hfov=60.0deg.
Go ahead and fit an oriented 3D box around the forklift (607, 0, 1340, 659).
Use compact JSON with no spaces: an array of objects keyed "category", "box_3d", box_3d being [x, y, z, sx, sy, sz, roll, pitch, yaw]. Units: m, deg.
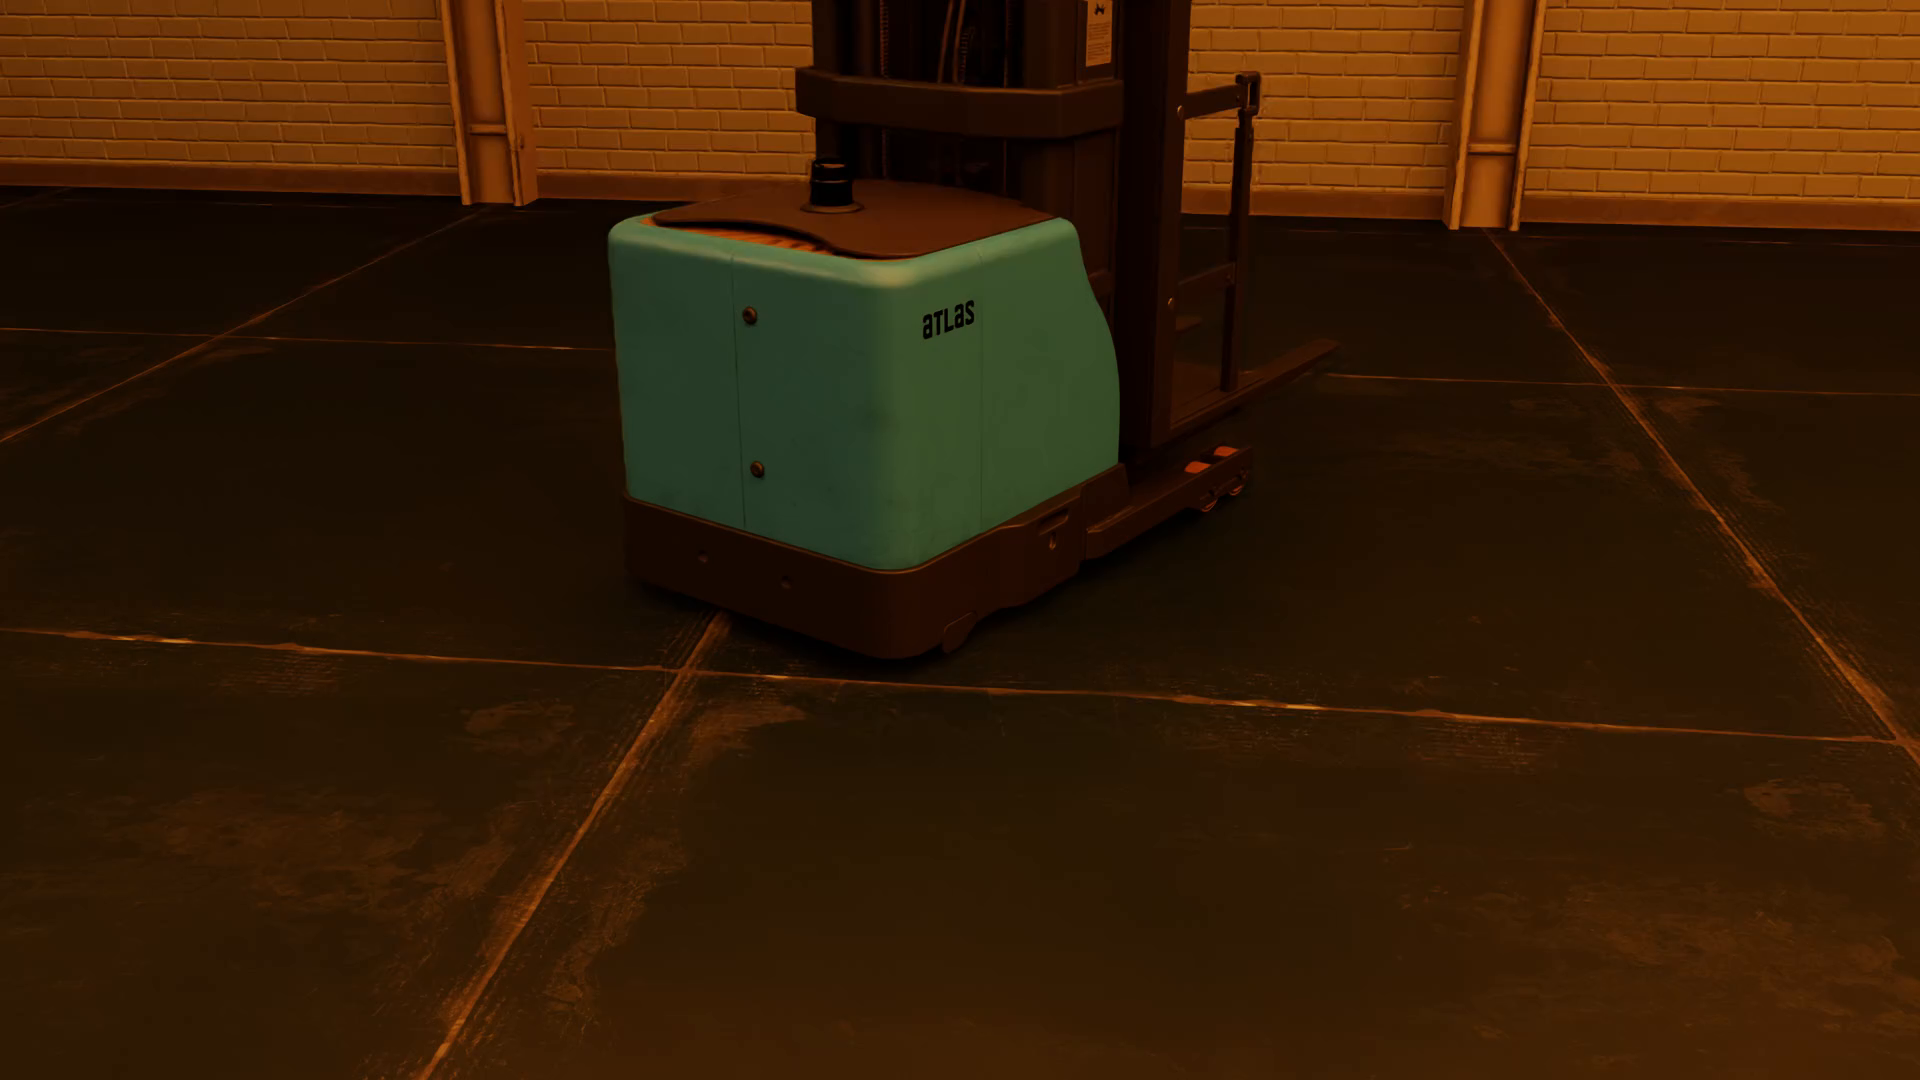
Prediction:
[{"category":"forklift","box_3d":[0.322,-1.544,5.088,1.130,2.935,3.031,15,27,33]}]
